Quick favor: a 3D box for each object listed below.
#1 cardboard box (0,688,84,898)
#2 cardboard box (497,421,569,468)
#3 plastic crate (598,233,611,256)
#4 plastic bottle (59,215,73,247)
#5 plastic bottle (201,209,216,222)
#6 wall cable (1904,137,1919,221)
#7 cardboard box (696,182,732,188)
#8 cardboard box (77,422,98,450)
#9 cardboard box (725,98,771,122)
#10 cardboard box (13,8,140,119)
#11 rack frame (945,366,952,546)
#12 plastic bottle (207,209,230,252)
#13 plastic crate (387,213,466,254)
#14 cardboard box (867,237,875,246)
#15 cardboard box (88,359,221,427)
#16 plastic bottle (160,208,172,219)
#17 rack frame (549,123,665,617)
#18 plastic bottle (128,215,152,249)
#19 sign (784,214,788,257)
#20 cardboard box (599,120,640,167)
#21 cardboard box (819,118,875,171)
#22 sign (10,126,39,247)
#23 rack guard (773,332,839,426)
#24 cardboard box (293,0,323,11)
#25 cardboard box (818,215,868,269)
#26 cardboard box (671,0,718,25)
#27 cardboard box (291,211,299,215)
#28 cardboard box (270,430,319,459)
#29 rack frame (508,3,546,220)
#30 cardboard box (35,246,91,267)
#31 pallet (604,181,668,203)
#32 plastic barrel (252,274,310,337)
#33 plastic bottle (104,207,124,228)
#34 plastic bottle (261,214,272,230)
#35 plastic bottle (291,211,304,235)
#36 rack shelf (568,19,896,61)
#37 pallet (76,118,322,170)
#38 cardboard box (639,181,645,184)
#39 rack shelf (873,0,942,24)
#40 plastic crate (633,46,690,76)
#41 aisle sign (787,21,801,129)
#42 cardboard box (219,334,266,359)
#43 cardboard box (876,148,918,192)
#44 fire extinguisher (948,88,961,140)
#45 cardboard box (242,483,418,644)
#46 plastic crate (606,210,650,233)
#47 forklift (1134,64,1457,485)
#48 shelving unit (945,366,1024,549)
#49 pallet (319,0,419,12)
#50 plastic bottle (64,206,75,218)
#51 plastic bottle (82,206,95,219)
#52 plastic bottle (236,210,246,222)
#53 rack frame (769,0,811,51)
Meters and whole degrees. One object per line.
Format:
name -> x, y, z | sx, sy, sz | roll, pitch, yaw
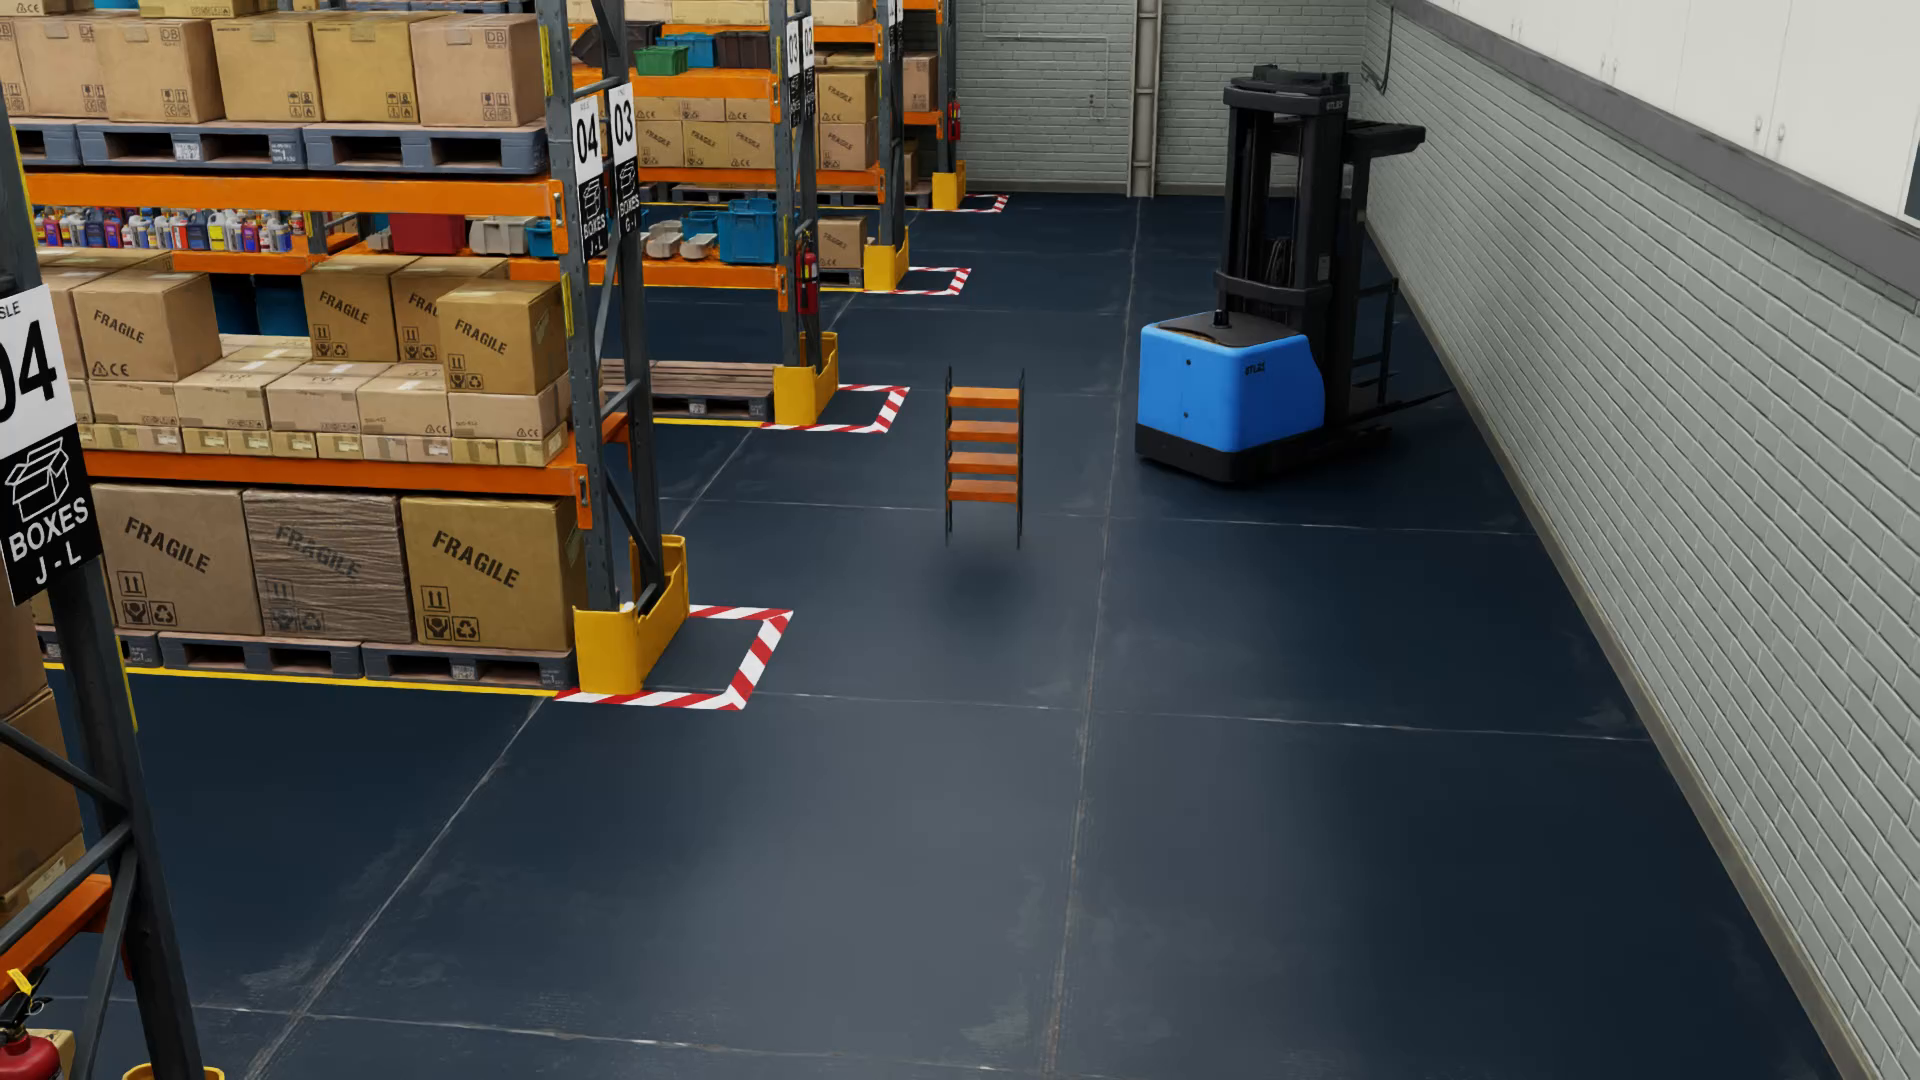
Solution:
cardboard box -> -3.022, 0.752, 4.918 | 0.500, 0.500, 0.500 | 4, 22, 9
cardboard box -> -2.317, -0.528, 9.037 | 0.250, 0.149, 0.380 | 3, 22, 7
plastic crate -> -3.034, -2.459, 13.858 | 0.250, 0.136, 0.298 | 2, 22, 6
plastic bottle -> -7.635, -2.642, 14.219 | 0.097, 0.271, 0.097 | 0, 22, 0
plastic bottle -> -6.432, -2.689, 14.229 | 0.185, 0.351, 0.144 | 2, 22, 6
wall cable -> 3.285, -3.532, 3.760 | 0.120, 5.999, 2.277 | 2, 22, 6
cardboard box -> -3.417, -5.311, 23.623 | 0.500, 0.500, 0.700 | 3, 22, 7
cardboard box -> -4.858, -0.638, 9.316 | 0.250, 0.149, 0.380 | 2, 22, 5
cardboard box -> -2.246, -4.839, 18.103 | 0.500, 0.500, 0.500 | 3, 22, 8
cardboard box -> -4.579, -2.569, 8.935 | 0.500, 0.500, 0.700 | 4, 22, 9
rack frame -> -0.078, -0.561, 11.228 | 0.015, 1.200, 0.240 | 2, 22, 6
plastic bottle -> -6.265, -2.628, 14.075 | 0.185, 0.351, 0.144 | 2, 22, 6
plastic crate -> -4.457, -2.658, 13.916 | 0.583, 0.464, 0.402 | 2, 22, 6
cardboard box -> -1.130, -3.389, 19.210 | 0.250, 0.149, 0.380 | 2, 22, 6
cardboard box -> -4.452, -0.832, 9.263 | 0.500, 0.250, 0.500 | 3, 22, 8
plastic bottle -> -7.087, -2.900, 14.869 | 0.097, 0.271, 0.097 | 0, 22, 0
rack frame -> -1.924, -0.750, 9.256 | 0.127, 3.000, 1.000 | 2, 22, 6
plastic bottle -> -6.971, -2.626, 14.170 | 0.135, 0.276, 0.152 | 2, 22, 6
sign -> -1.390, -2.432, 13.290 | 0.005, 0.325, 0.100 | 2, 22, 6
cardboard box -> -3.744, -4.443, 18.463 | 0.500, 0.500, 0.500 | 3, 22, 7
cardboard box -> -1.232, -4.333, 18.183 | 0.500, 0.500, 0.500 | 3, 22, 8
sign -> -2.545, -0.943, 4.475 | 0.005, 0.325, 0.100 | 2, 22, 6
rack guard -> -1.316, -1.399, 14.299 | 0.348, 0.500, 1.175 | 2, 22, 6
cardboard box -> -7.239, -6.103, 18.580 | 0.500, 0.500, 0.910 | 2, 22, 6
cardboard box -> -1.324, -3.342, 18.615 | 0.500, 0.500, 0.500 | 2, 22, 6
cardboard box -> -2.784, -5.687, 17.870 | 0.500, 0.250, 0.500 | 2, 22, 6
cardboard box -> -7.760, -3.610, 19.292 | 0.500, 0.500, 0.500 | 2, 22, 4
cardboard box -> -3.589, -0.583, 9.175 | 0.250, 0.149, 0.380 | 3, 22, 6
rack frame -> -4.727, -4.539, 18.842 | 0.127, 3.000, 1.000 | 2, 22, 6
cardboard box -> -5.409, -1.418, 9.725 | 0.500, 0.500, 0.500 | 3, 22, 8
pallet -> -4.923, -5.057, 23.944 | 1.213, 0.211, 1.003 | 2, 22, 6
plastic barrel -> -5.852, -1.980, 14.652 | 0.708, 0.901, 0.600 | 2, 22, 6
plastic bottle -> -7.532, -2.878, 14.798 | 0.133, 0.283, 0.061 | 2, 22, 6
plastic bottle -> -6.088, -2.767, 14.630 | 0.097, 0.201, 0.097 | 0, 22, 0
plastic bottle -> -5.877, -2.814, 14.749 | 0.097, 0.201, 0.097 | 0, 22, 0
rack shelf -> -2.741, -5.513, 18.204 | 4.000, 0.370, 1.077 | 2, 22, 6
pallet -> -3.877, -2.183, 8.923 | 1.213, 0.211, 1.003 | 2, 22, 6
cardboard box -> -4.809, -5.524, 23.686 | 0.750, 0.750, 0.750 | 3, 22, 7
rack shelf -> -2.162, -7.322, 22.779 | 4.000, 0.370, 1.077 | 2, 22, 6
plastic crate -> -2.355, -3.793, 13.162 | 0.336, 0.188, 0.450 | 2, 22, 6
aisle sign -> -1.304, -3.657, 13.074 | 0.004, 0.787, 0.394 | 2, 22, 6
cardboard box -> -4.406, -1.024, 9.750 | 0.500, 0.250, 0.500 | 3, 22, 7
cardboard box -> -0.882, -5.202, 23.346 | 0.500, 0.500, 0.700 | 2, 22, 6
fire extinguisher -> -0.080, -5.791, 22.619 | 0.183, 0.674, 0.296 | 2, 22, 6
cardboard box -> -3.473, 0.005, 9.665 | 0.875, 0.875, 0.875 | 2, 22, 6
plastic crate -> -2.855, -2.696, 14.325 | 0.300, 0.233, 0.416 | 2, 22, 6
forklift -> 2.831, -2.199, 13.015 | 3.031, 2.935, 1.130 | -16, 27, -36
shelving unit -> 0.164, -0.551, 11.201 | 0.503, 1.200, 0.258 | 2, 22, 6
pallet -> -6.397, -5.944, 18.572 | 1.003, 0.211, 1.213 | 2, 22, 6
plastic bottle -> -8.009, -2.907, 14.984 | 0.097, 0.201, 0.097 | 0, 22, 0
plastic bottle -> -7.475, -2.737, 14.351 | 0.185, 0.351, 0.144 | 2, 22, 6
plastic bottle -> -6.397, -2.837, 14.806 | 0.097, 0.201, 0.097 | 0, 22, 0
rack frame -> -1.341, -5.348, 12.727 | 0.127, 3.000, 1.000 | 2, 22, 6
